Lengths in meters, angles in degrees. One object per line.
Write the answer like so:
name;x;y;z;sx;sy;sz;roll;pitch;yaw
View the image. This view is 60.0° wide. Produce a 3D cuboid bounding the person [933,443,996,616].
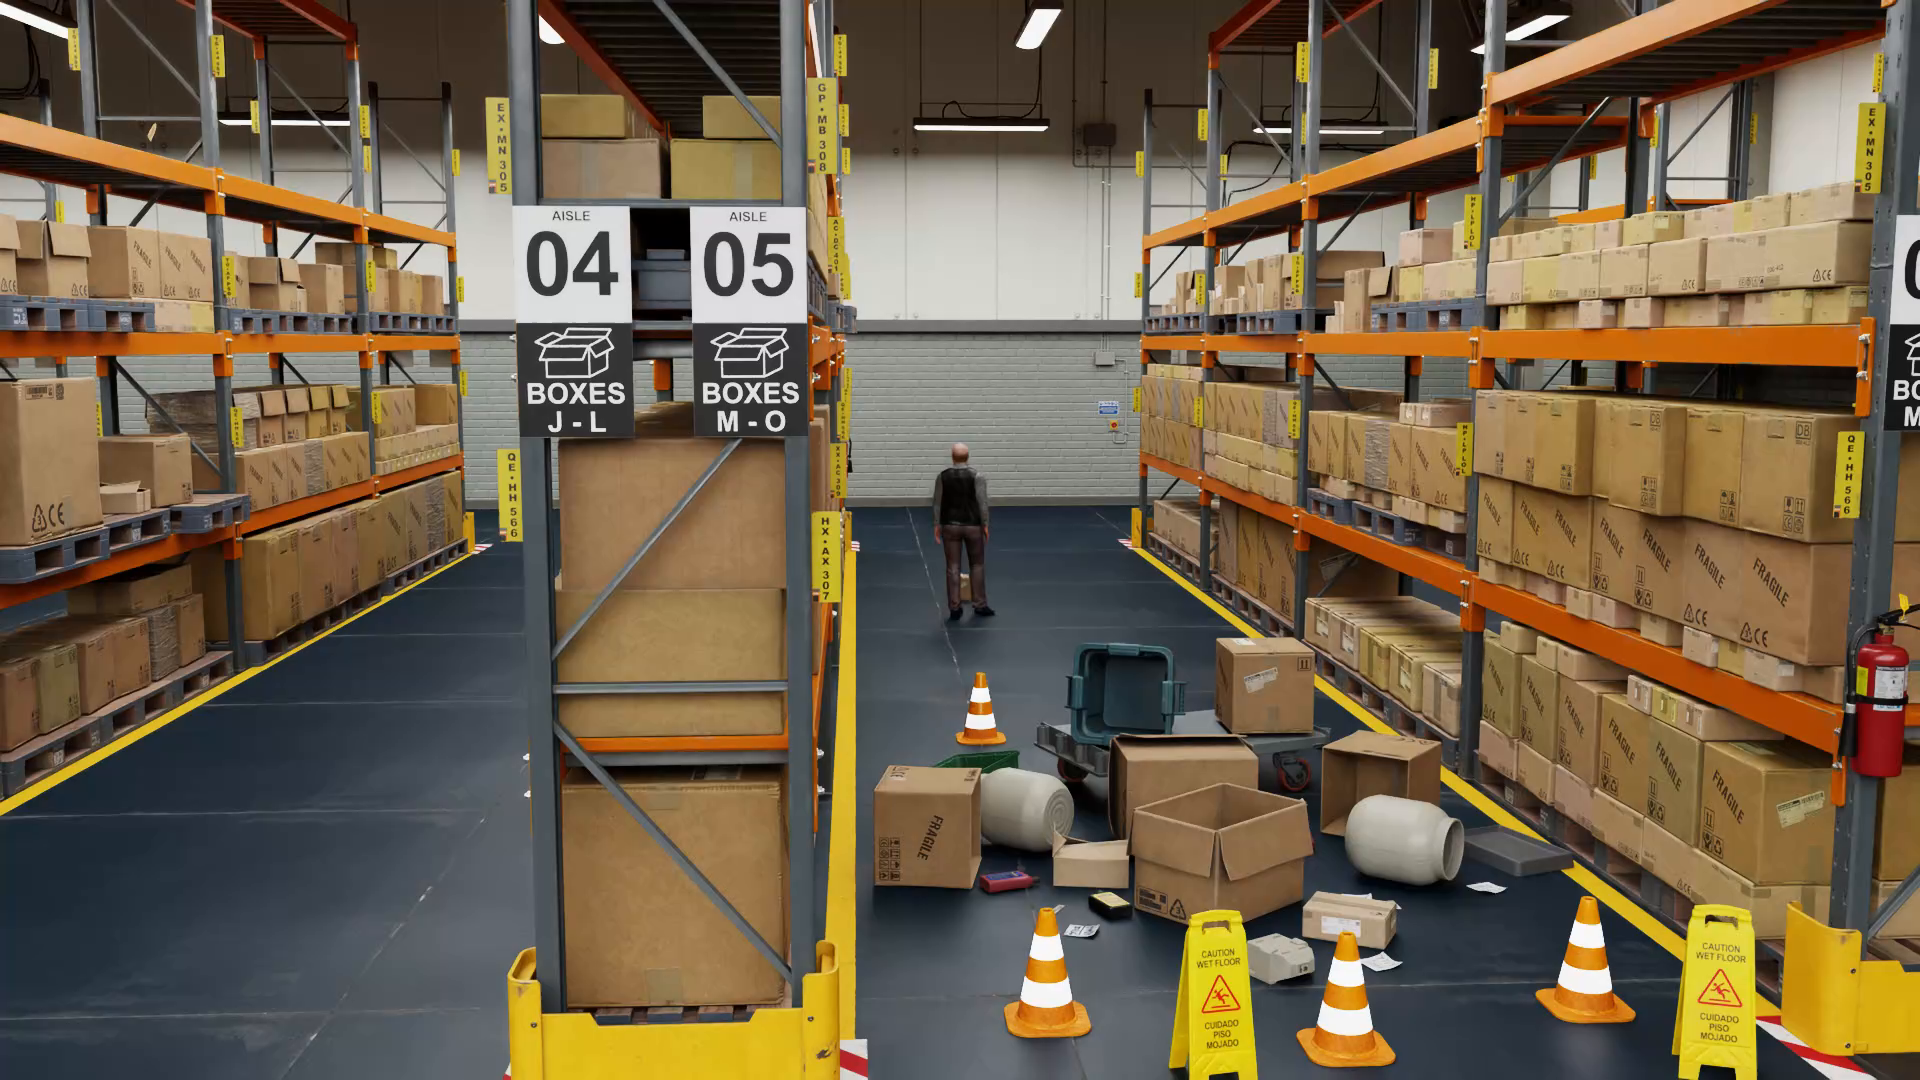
person;0.030;-0.081;16.639;0.622;1.769;0.499;1;7;9
